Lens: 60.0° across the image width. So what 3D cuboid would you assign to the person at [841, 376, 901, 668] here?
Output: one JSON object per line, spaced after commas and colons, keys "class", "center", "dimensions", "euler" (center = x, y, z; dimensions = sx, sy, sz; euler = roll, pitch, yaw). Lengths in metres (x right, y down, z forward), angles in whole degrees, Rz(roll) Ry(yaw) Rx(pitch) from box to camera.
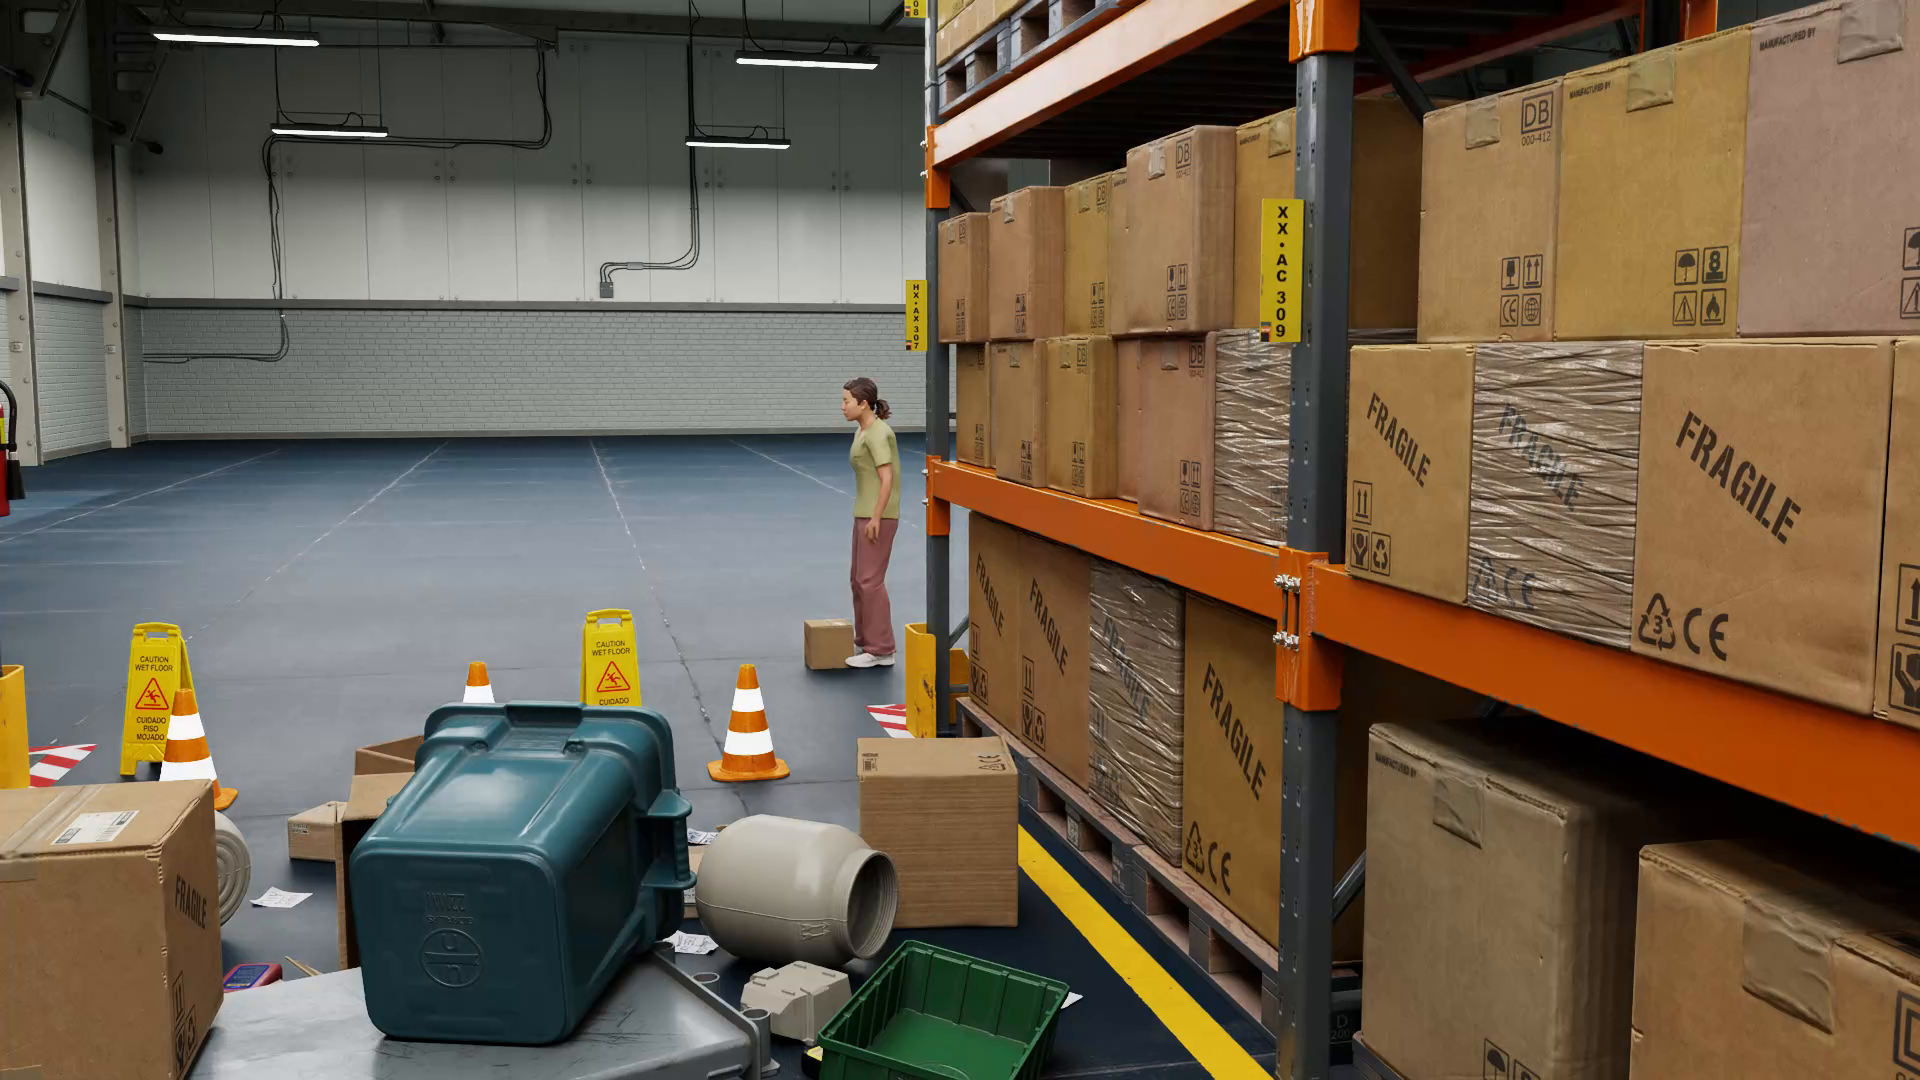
{"class": "person", "center": [-0.527, -0.111, 9.663], "dimensions": [0.356, 1.673, 0.499], "euler": [-1, 6, -13]}
